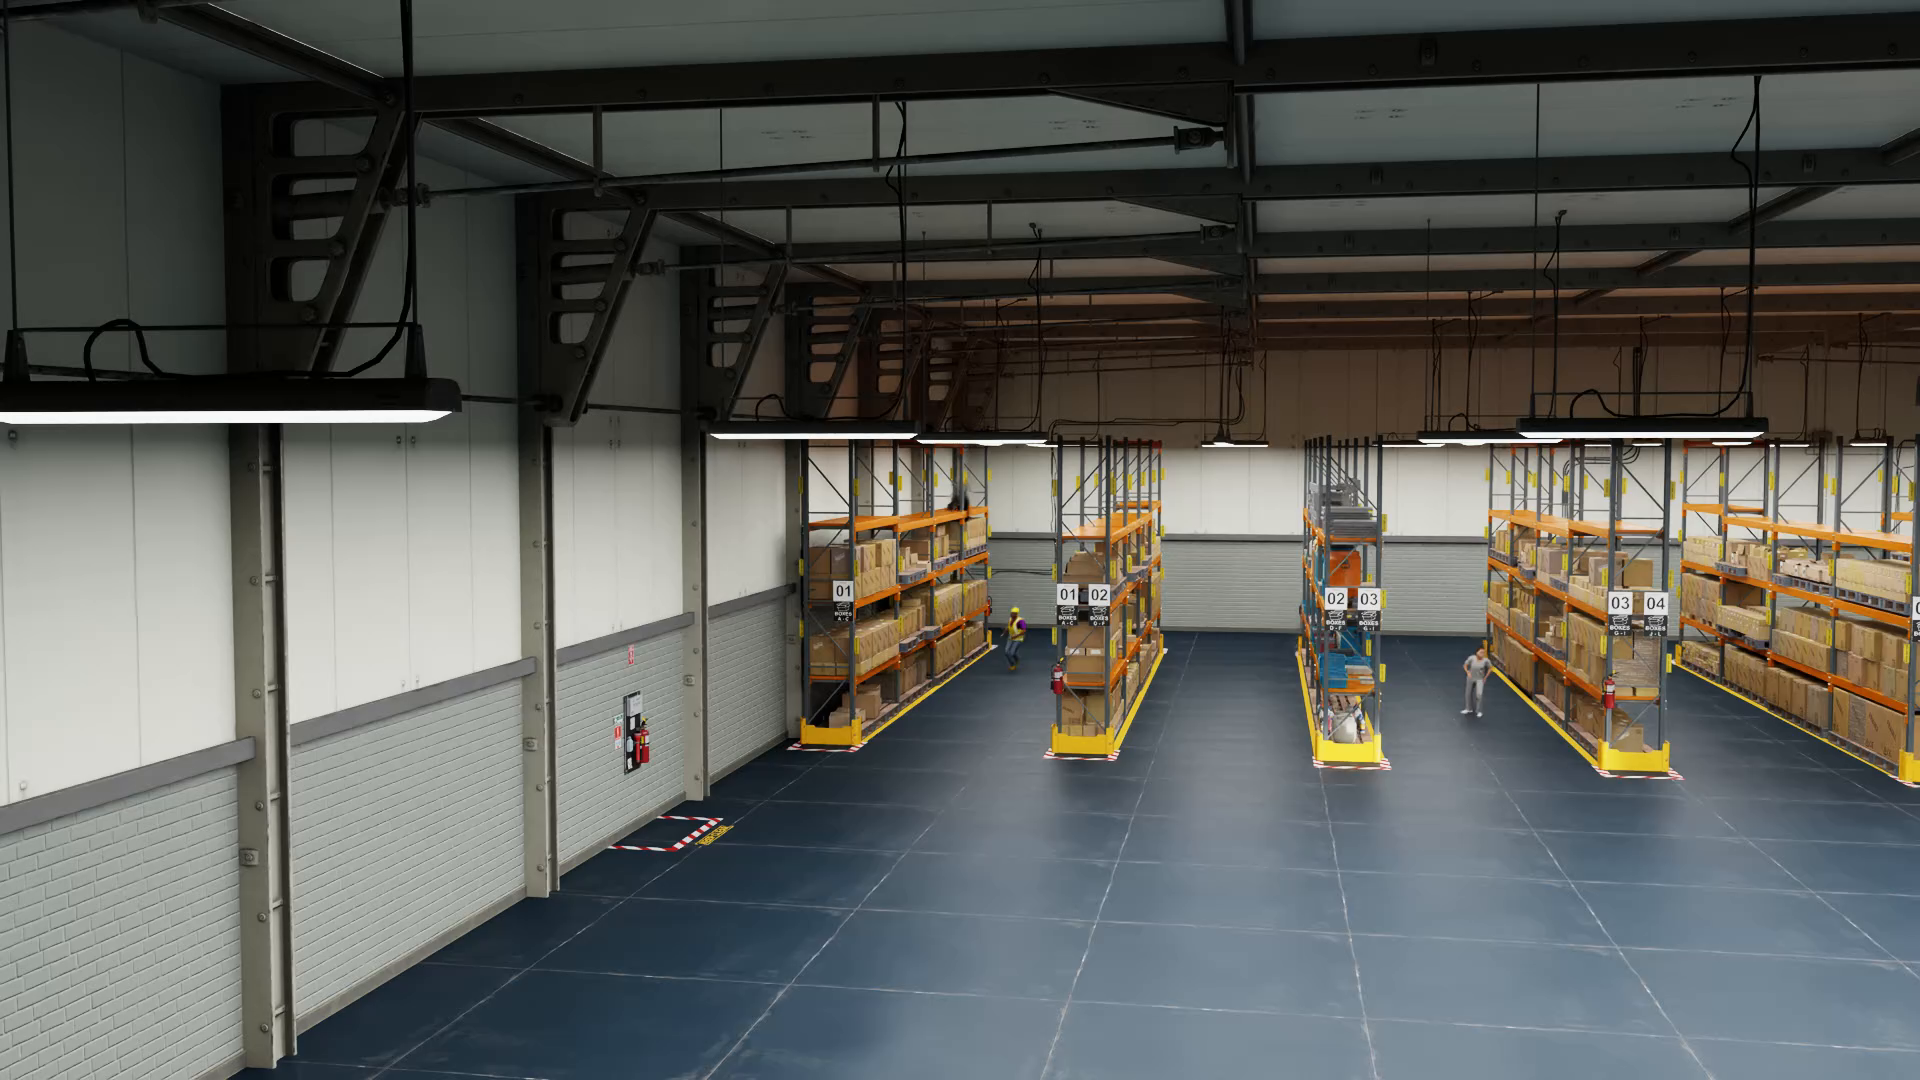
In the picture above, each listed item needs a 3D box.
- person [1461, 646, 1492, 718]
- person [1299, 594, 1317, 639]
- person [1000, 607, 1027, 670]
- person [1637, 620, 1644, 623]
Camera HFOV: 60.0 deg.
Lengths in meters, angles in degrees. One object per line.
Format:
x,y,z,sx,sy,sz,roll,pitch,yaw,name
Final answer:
11.125,3.028,35.841,0.657,1.564,0.744,2,3,28,person
10.066,2.300,47.661,0.760,1.705,0.704,2,4,39,person
1.436,2.572,43.211,0.794,1.672,0.539,2,4,38,person
17.983,2.630,44.211,0.528,1.490,0.917,1,3,25,person
